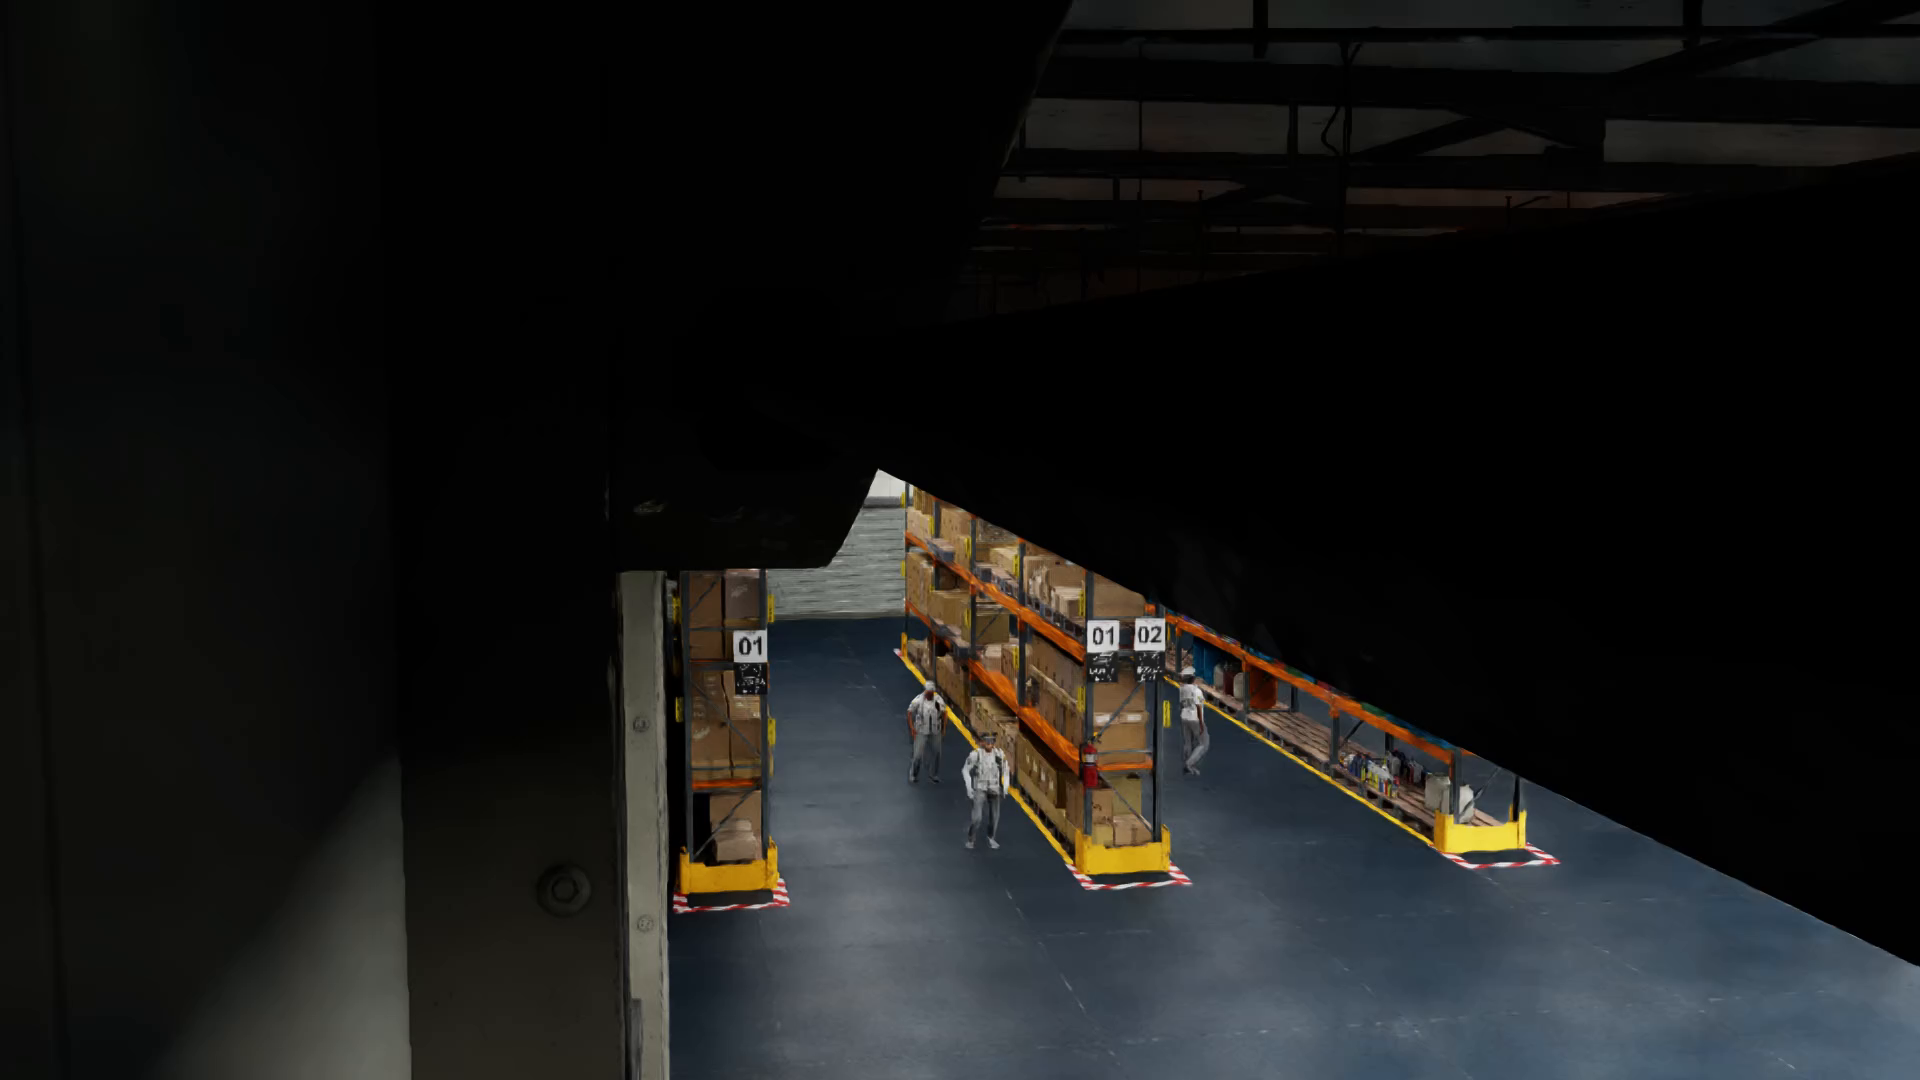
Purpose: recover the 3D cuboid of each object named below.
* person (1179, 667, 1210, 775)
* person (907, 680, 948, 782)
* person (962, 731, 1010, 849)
[{"bbox_3d":[3.594,2.826,25.794,0.423,1.674,0.508,-5,8,-38],"label":"person"},{"bbox_3d":[-0.502,2.914,25.330,0.608,1.611,0.582,-1,6,-12],"label":"person"},{"bbox_3d":[0.344,3.266,21.826,0.639,1.632,0.498,-1,6,-12],"label":"person"}]
